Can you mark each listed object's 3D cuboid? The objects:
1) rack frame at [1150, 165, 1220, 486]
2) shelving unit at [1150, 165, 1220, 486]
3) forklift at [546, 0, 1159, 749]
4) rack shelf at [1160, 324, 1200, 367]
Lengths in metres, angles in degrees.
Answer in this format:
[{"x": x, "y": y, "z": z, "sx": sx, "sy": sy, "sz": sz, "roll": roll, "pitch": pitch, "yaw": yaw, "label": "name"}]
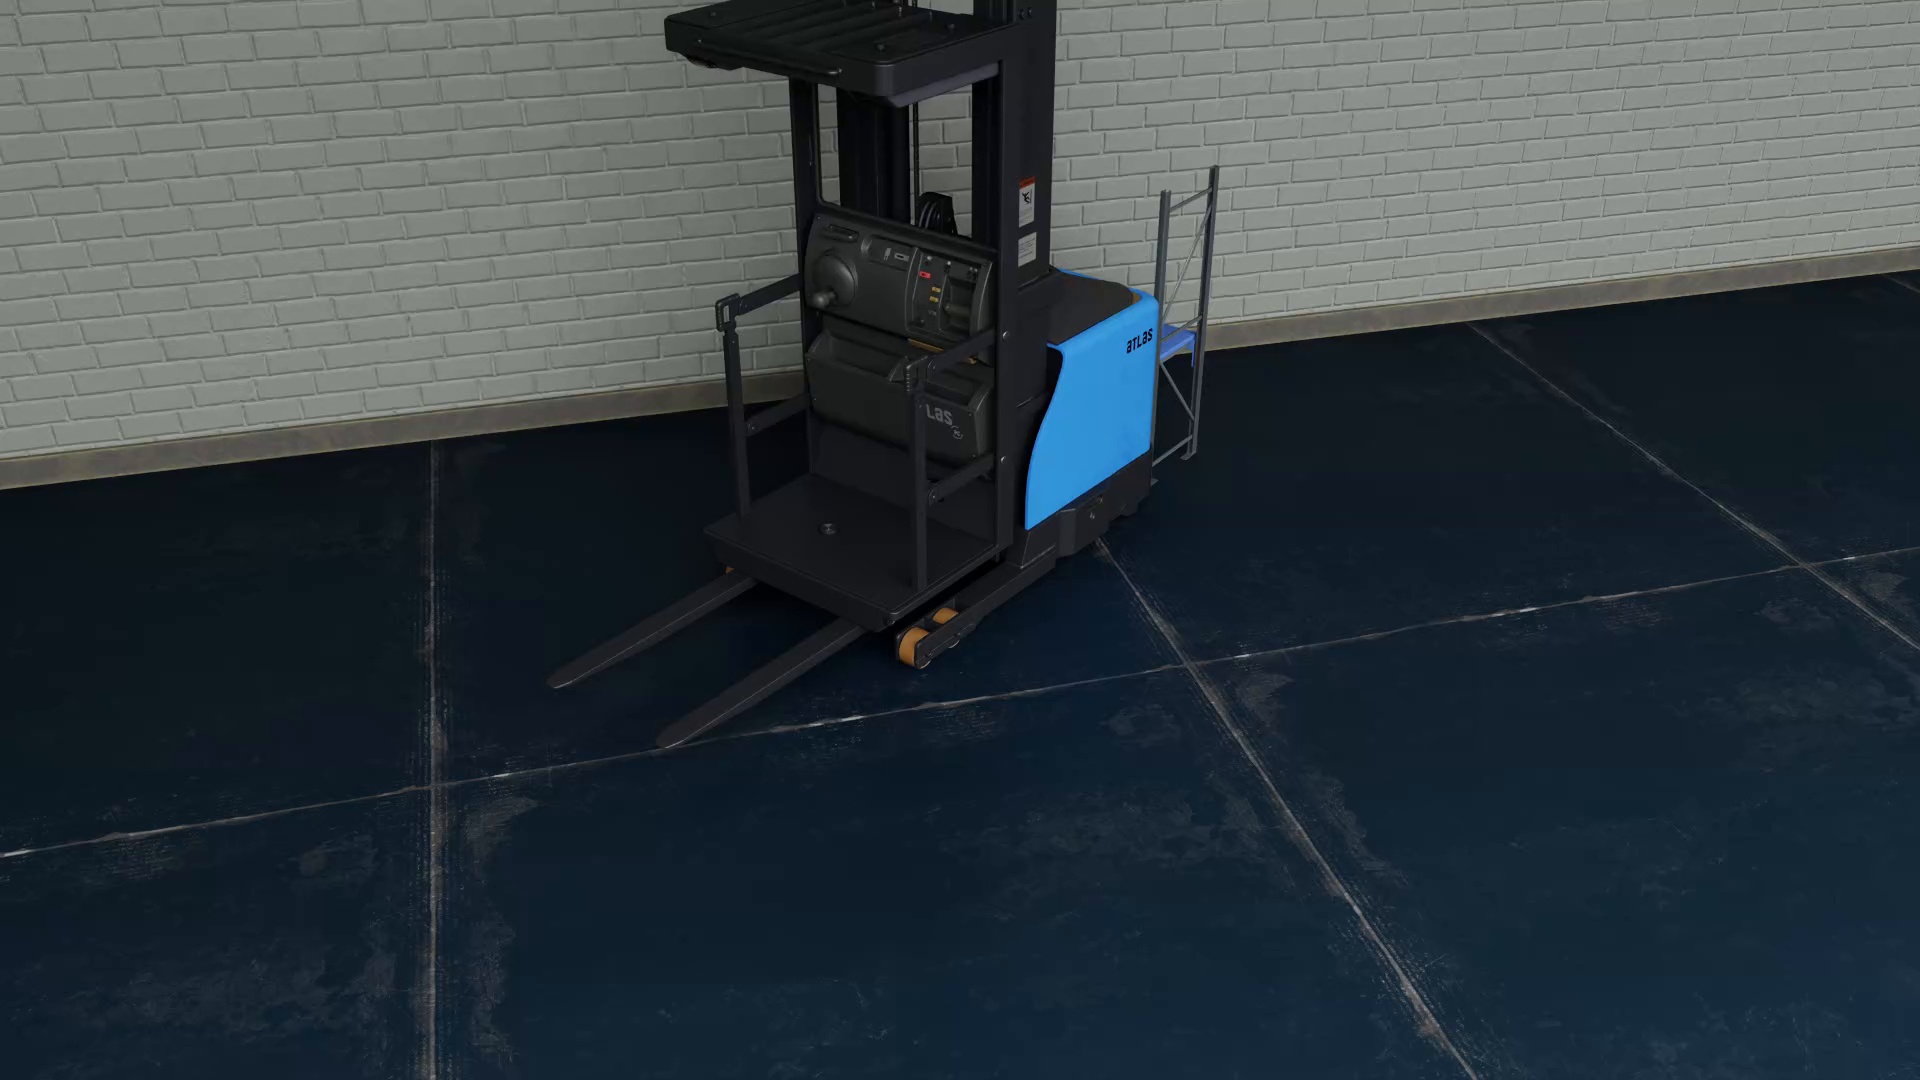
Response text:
[{"x": 1.054, "y": -1.004, "z": 7.984, "sx": 0.032, "sy": 1.500, "sz": 0.500, "roll": 20, "pitch": 35, "yaw": 31, "label": "rack frame"}, {"x": 0.643, "y": -1.154, "z": 8.243, "sx": 1.048, "sy": 1.500, "sz": 0.538, "roll": 20, "pitch": 35, "yaw": 31, "label": "shelving unit"}, {"x": -0.389, "y": -1.021, "z": 6.588, "sx": 1.130, "sy": 2.935, "sz": 3.031, "roll": 22, "pitch": 36, "yaw": 32, "label": "forklift"}, {"x": 0.643, "y": -0.998, "z": 8.333, "sx": 1.000, "sy": 0.185, "sz": 0.538, "roll": 20, "pitch": 35, "yaw": 31, "label": "rack shelf"}]
